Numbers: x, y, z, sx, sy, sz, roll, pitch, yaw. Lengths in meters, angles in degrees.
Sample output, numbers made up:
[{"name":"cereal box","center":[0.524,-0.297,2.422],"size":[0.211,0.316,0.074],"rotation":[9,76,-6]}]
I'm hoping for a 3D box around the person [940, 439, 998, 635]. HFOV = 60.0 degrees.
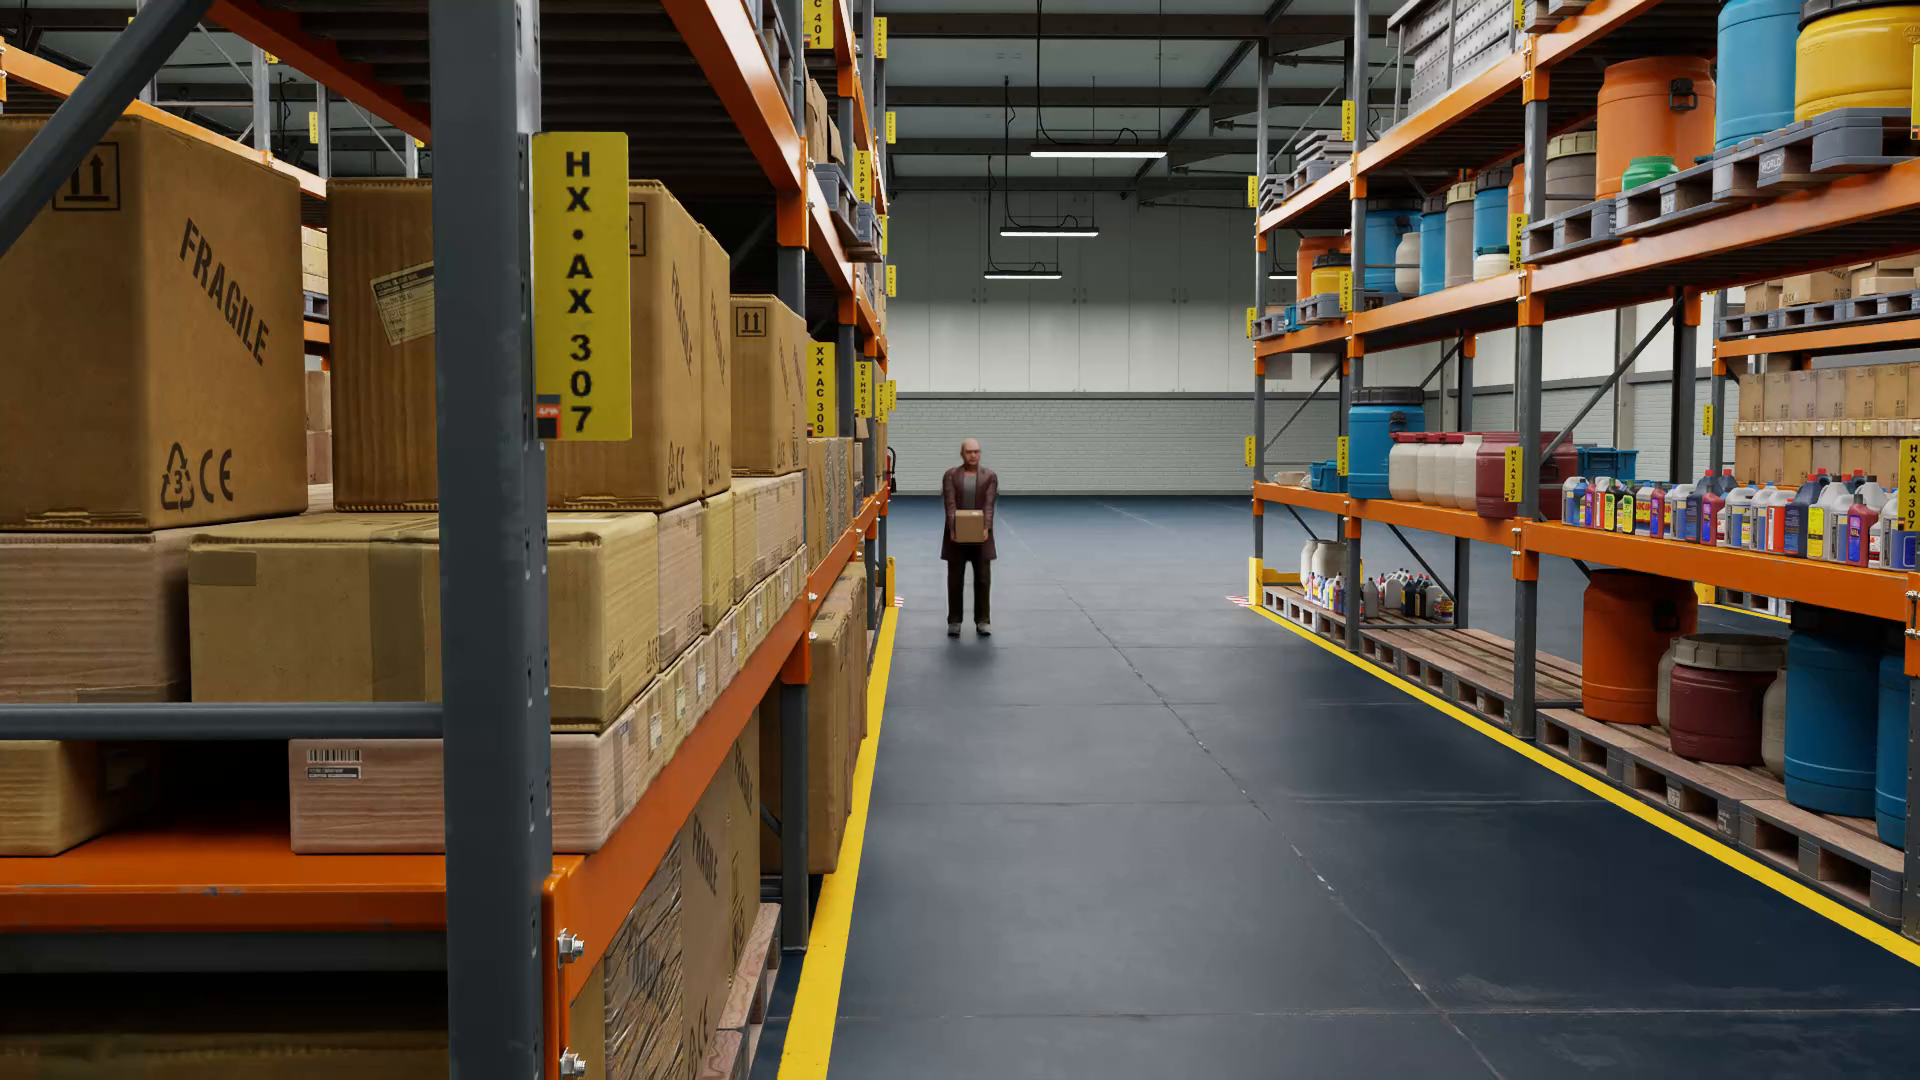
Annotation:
[{"name":"person","center":[0.085,-0.024,15.115],"size":[0.528,1.779,0.569],"rotation":[0,4,-1]}]
